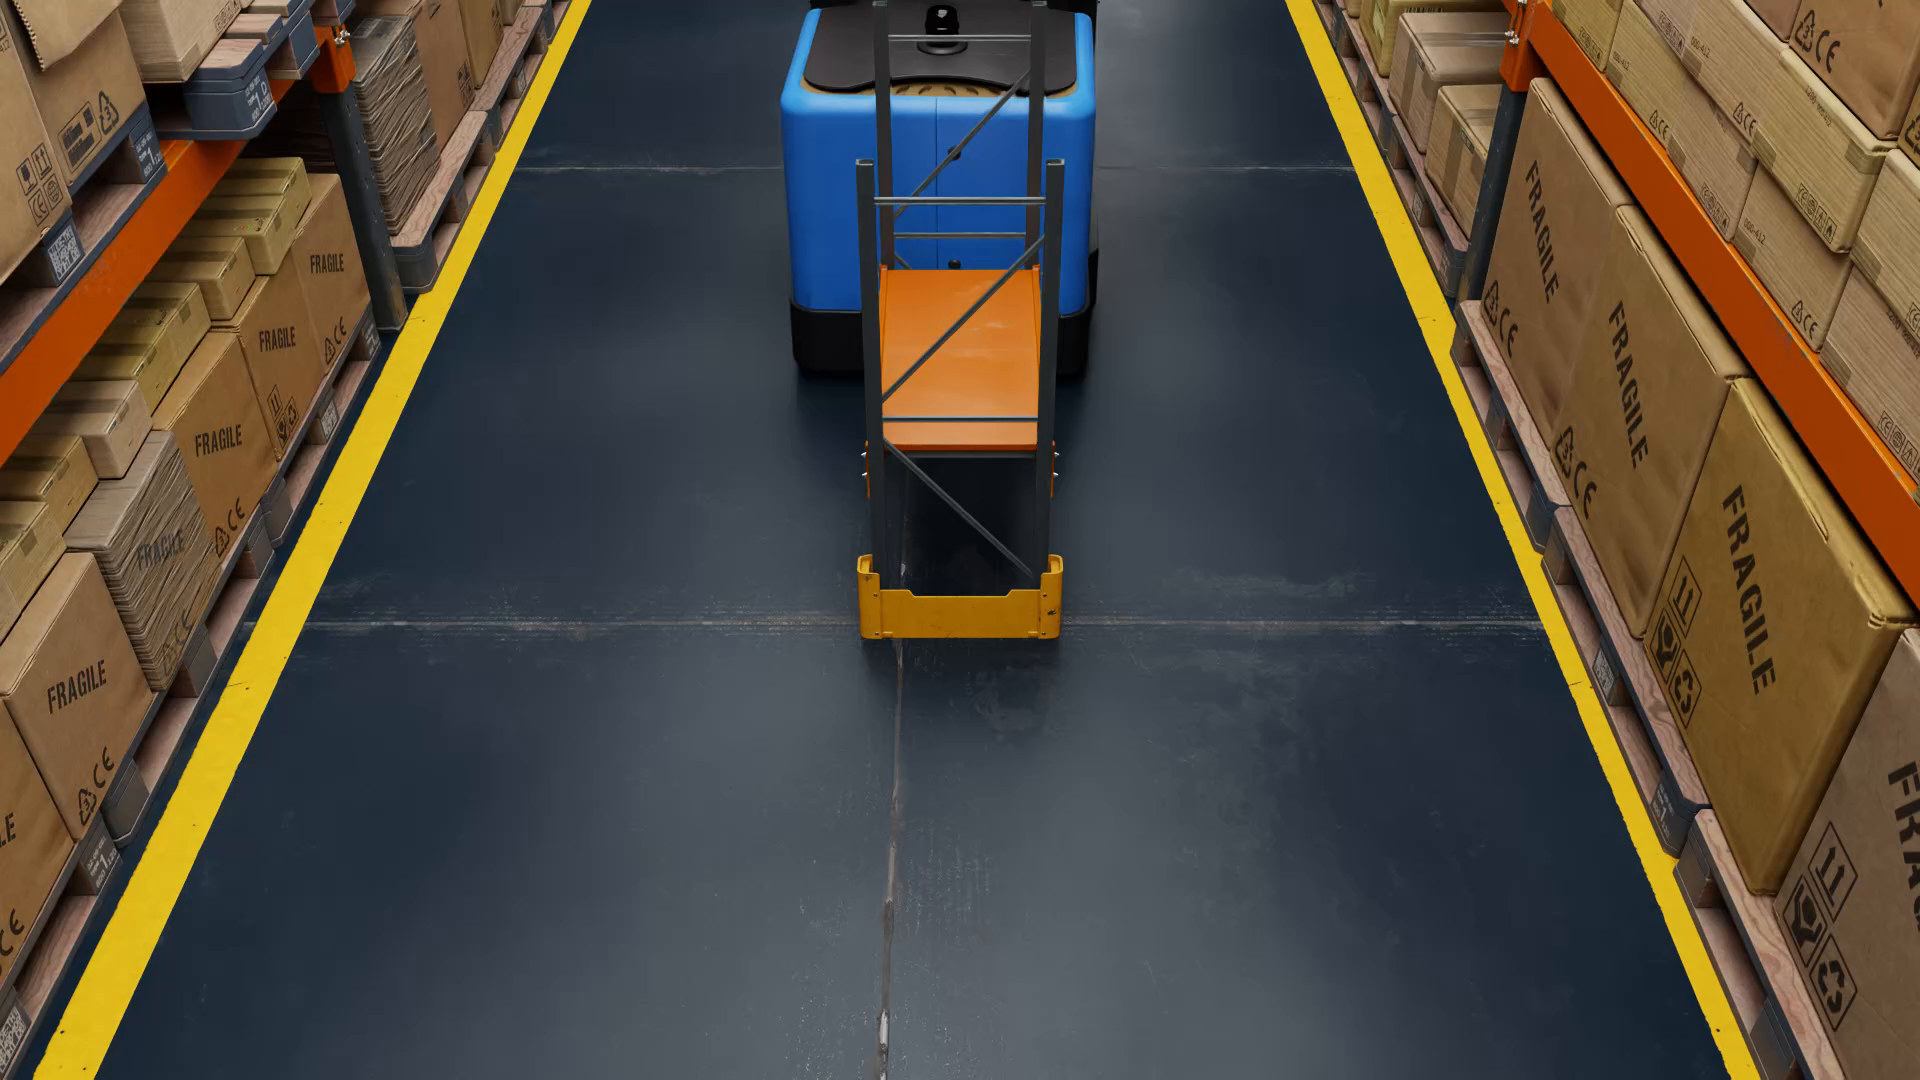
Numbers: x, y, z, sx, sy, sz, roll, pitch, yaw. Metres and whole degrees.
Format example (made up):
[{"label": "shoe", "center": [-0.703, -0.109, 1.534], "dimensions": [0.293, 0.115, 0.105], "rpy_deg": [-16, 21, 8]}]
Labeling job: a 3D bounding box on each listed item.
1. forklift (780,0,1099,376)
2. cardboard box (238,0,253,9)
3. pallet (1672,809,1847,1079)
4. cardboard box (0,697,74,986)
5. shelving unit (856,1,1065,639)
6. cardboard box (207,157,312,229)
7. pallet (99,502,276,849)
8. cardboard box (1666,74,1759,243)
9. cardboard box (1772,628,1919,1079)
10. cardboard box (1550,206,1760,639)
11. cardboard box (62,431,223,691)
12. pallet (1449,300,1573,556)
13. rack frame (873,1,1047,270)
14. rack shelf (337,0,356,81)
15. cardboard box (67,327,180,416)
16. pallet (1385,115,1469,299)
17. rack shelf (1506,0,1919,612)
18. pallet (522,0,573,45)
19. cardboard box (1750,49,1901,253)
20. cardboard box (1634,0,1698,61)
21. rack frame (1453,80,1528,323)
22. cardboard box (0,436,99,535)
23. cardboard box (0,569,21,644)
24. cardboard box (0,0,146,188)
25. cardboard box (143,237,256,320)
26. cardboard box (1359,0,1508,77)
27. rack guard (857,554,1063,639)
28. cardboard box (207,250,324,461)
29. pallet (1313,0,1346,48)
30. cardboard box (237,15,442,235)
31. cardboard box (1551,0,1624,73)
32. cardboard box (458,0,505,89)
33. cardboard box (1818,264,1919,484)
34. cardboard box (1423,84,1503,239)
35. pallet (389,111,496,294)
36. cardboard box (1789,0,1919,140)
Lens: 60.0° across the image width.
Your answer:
[{"label": "forklift", "center": [-0.011, -2.622, 6.178], "dimensions": [1.130, 2.935, 3.031], "rpy_deg": [2, 39, 2]}, {"label": "cardboard box", "center": [-2.207, -1.638, 4.760], "dimensions": [0.380, 0.149, 0.250], "rpy_deg": [1, 39, 1]}, {"label": "pallet", "center": [2.301, 1.119, 3.685], "dimensions": [1.003, 0.211, 1.213], "rpy_deg": [0, 39, 0]}, {"label": "cardboard box", "center": [-2.372, 0.695, 3.647], "dimensions": [0.500, 0.500, 0.500], "rpy_deg": [-1, 39, -1]}, {"label": "shelving unit", "center": [0.000, -0.633, 4.840], "dimensions": [0.587, 1.500, 1.083], "rpy_deg": [0, 39, 0]}, {"label": "cardboard box", "center": [-2.337, -1.115, 5.388], "dimensions": [0.380, 0.149, 0.250], "rpy_deg": [-2, 39, -2]}, {"label": "pallet", "center": [-2.629, 0.334, 4.665], "dimensions": [1.003, 0.211, 1.213], "rpy_deg": [0, 39, 0]}, {"label": "cardboard box", "center": [2.135, -0.975, 4.187], "dimensions": [0.500, 0.250, 0.500], "rpy_deg": [1, 39, 1]}, {"label": "cardboard box", "center": [2.297, 0.791, 3.228], "dimensions": [0.875, 0.875, 0.875], "rpy_deg": [1, 39, 1]}, {"label": "cardboard box", "center": [2.287, -0.333, 4.631], "dimensions": [0.875, 0.875, 0.875], "rpy_deg": [0, 39, 1]}, {"label": "cardboard box", "center": [-2.363, 0.058, 4.442], "dimensions": [0.500, 0.500, 0.500], "rpy_deg": [-1, 39, -2]}, {"label": "pallet", "center": [2.298, -0.407, 5.589], "dimensions": [1.003, 0.211, 1.213], "rpy_deg": [0, 39, 0]}, {"label": "rack frame", "center": [-0.001, -0.956, 5.244], "dimensions": [0.500, 1.500, 0.032], "rpy_deg": [0, 39, 0]}, {"label": "rack shelf", "center": [-2.593, -2.953, 7.111], "dimensions": [1.077, 0.370, 4.000], "rpy_deg": [0, 39, 0]}, {"label": "cardboard box", "center": [-2.394, -0.459, 4.568], "dimensions": [0.380, 0.149, 0.250], "rpy_deg": [-1, 39, -1]}, {"label": "pallet", "center": [2.373, -1.389, 6.814], "dimensions": [1.003, 0.211, 1.213], "rpy_deg": [0, 39, 0]}, {"label": "rack shelf", "center": [2.375, -0.457, 3.997], "dimensions": [1.077, 0.370, 4.000], "rpy_deg": [0, 39, 0]}, {"label": "pallet", "center": [-2.556, -2.935, 8.744], "dimensions": [1.003, 0.211, 1.213], "rpy_deg": [0, 39, 0]}, {"label": "cardboard box", "center": [2.101, -0.856, 3.639], "dimensions": [0.500, 0.250, 0.500], "rpy_deg": [1, 39, 1]}, {"label": "cardboard box", "center": [2.126, -1.485, 4.424], "dimensions": [0.500, 0.250, 0.500], "rpy_deg": [1, 39, 1]}, {"label": "rack frame", "center": [2.373, -1.988, 5.333], "dimensions": [1.000, 3.000, 0.127], "rpy_deg": [0, 39, 0]}, {"label": "cardboard box", "center": [-2.414, -0.133, 4.161], "dimensions": [0.380, 0.149, 0.250], "rpy_deg": [0, 39, 0]}, {"label": "cardboard box", "center": [-2.387, 0.191, 3.757], "dimensions": [0.380, 0.149, 0.250], "rpy_deg": [0, 39, 0]}, {"label": "cardboard box", "center": [-2.404, -1.166, 3.888], "dimensions": [0.797, 0.503, 0.637], "rpy_deg": [-1, 39, -1]}, {"label": "cardboard box", "center": [-2.350, -0.780, 4.969], "dimensions": [0.380, 0.149, 0.250], "rpy_deg": [-1, 39, -2]}, {"label": "cardboard box", "center": [2.378, -2.416, 7.632], "dimensions": [0.950, 0.372, 0.625], "rpy_deg": [1, 39, 1]}, {"label": "rack guard", "center": [0.000, 0.166, 4.843], "dimensions": [0.587, 0.250, 0.087], "rpy_deg": [0, 39, 0]}, {"label": "cardboard box", "center": [-2.385, -0.594, 5.255], "dimensions": [0.500, 0.500, 0.500], "rpy_deg": [-1, 39, -1]}, {"label": "pallet", "center": [2.370, -2.915, 8.718], "dimensions": [1.003, 0.211, 1.213], "rpy_deg": [0, 39, 0]}, {"label": "cardboard box", "center": [-2.578, -1.610, 6.423], "dimensions": [0.875, 0.625, 0.625], "rpy_deg": [1, 39, 1]}, {"label": "cardboard box", "center": [2.122, -1.624, 4.997], "dimensions": [0.500, 0.250, 0.500], "rpy_deg": [-1, 39, -1]}, {"label": "cardboard box", "center": [-2.588, -2.439, 7.459], "dimensions": [0.875, 0.625, 0.625], "rpy_deg": [-2, 39, -2]}, {"label": "cardboard box", "center": [2.144, -0.343, 3.399], "dimensions": [0.500, 0.250, 0.500], "rpy_deg": [-1, 39, -1]}, {"label": "cardboard box", "center": [2.382, -1.480, 6.464], "dimensions": [0.950, 0.372, 0.625], "rpy_deg": [-2, 39, -3]}, {"label": "pallet", "center": [-2.553, -1.409, 6.840], "dimensions": [1.003, 0.211, 1.213], "rpy_deg": [0, 39, 0]}, {"label": "cardboard box", "center": [2.121, -1.160, 3.419], "dimensions": [0.500, 0.500, 0.500], "rpy_deg": [1, 39, 1]}]
